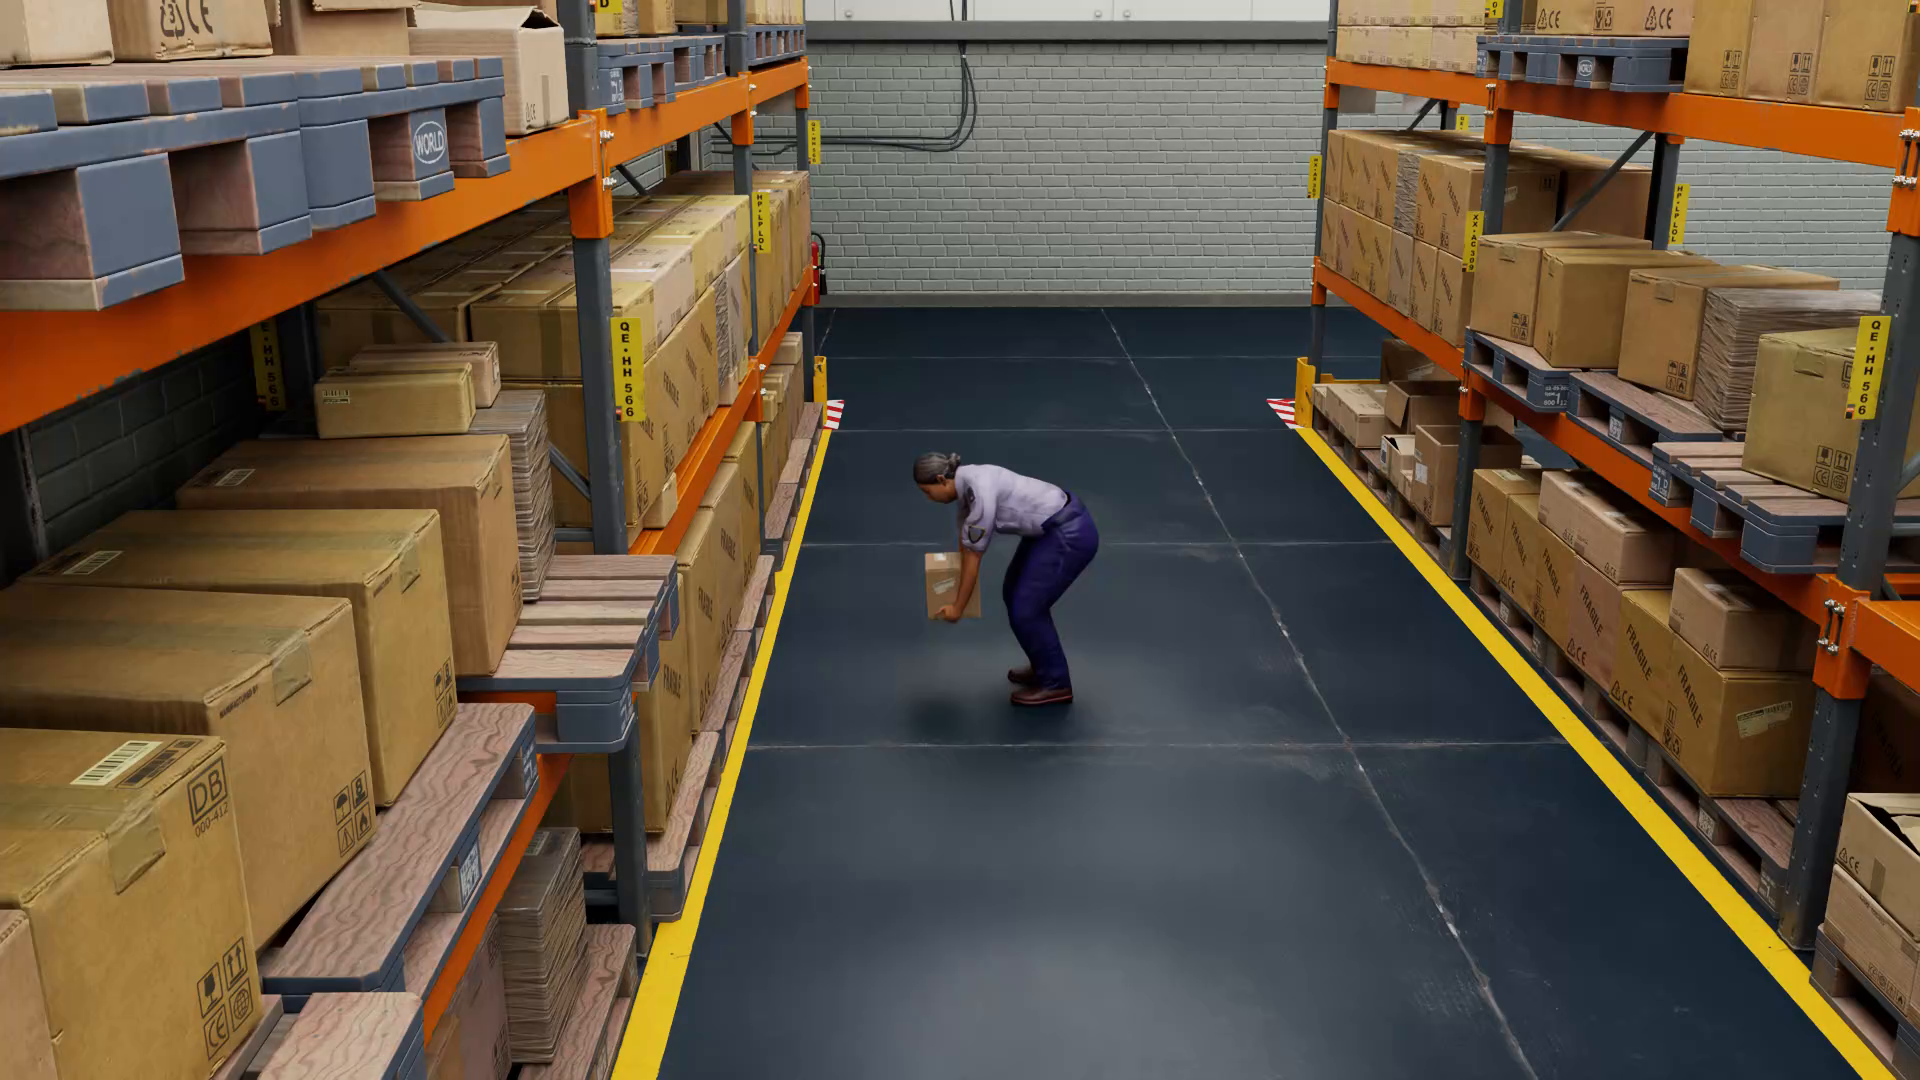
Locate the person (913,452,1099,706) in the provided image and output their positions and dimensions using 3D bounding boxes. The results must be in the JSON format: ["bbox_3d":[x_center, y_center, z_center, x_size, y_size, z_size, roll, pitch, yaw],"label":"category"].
[{"bbox_3d":[0.189,0.158,7.839,0.813,1.193,0.471,-1,17,-3],"label":"person"}]
